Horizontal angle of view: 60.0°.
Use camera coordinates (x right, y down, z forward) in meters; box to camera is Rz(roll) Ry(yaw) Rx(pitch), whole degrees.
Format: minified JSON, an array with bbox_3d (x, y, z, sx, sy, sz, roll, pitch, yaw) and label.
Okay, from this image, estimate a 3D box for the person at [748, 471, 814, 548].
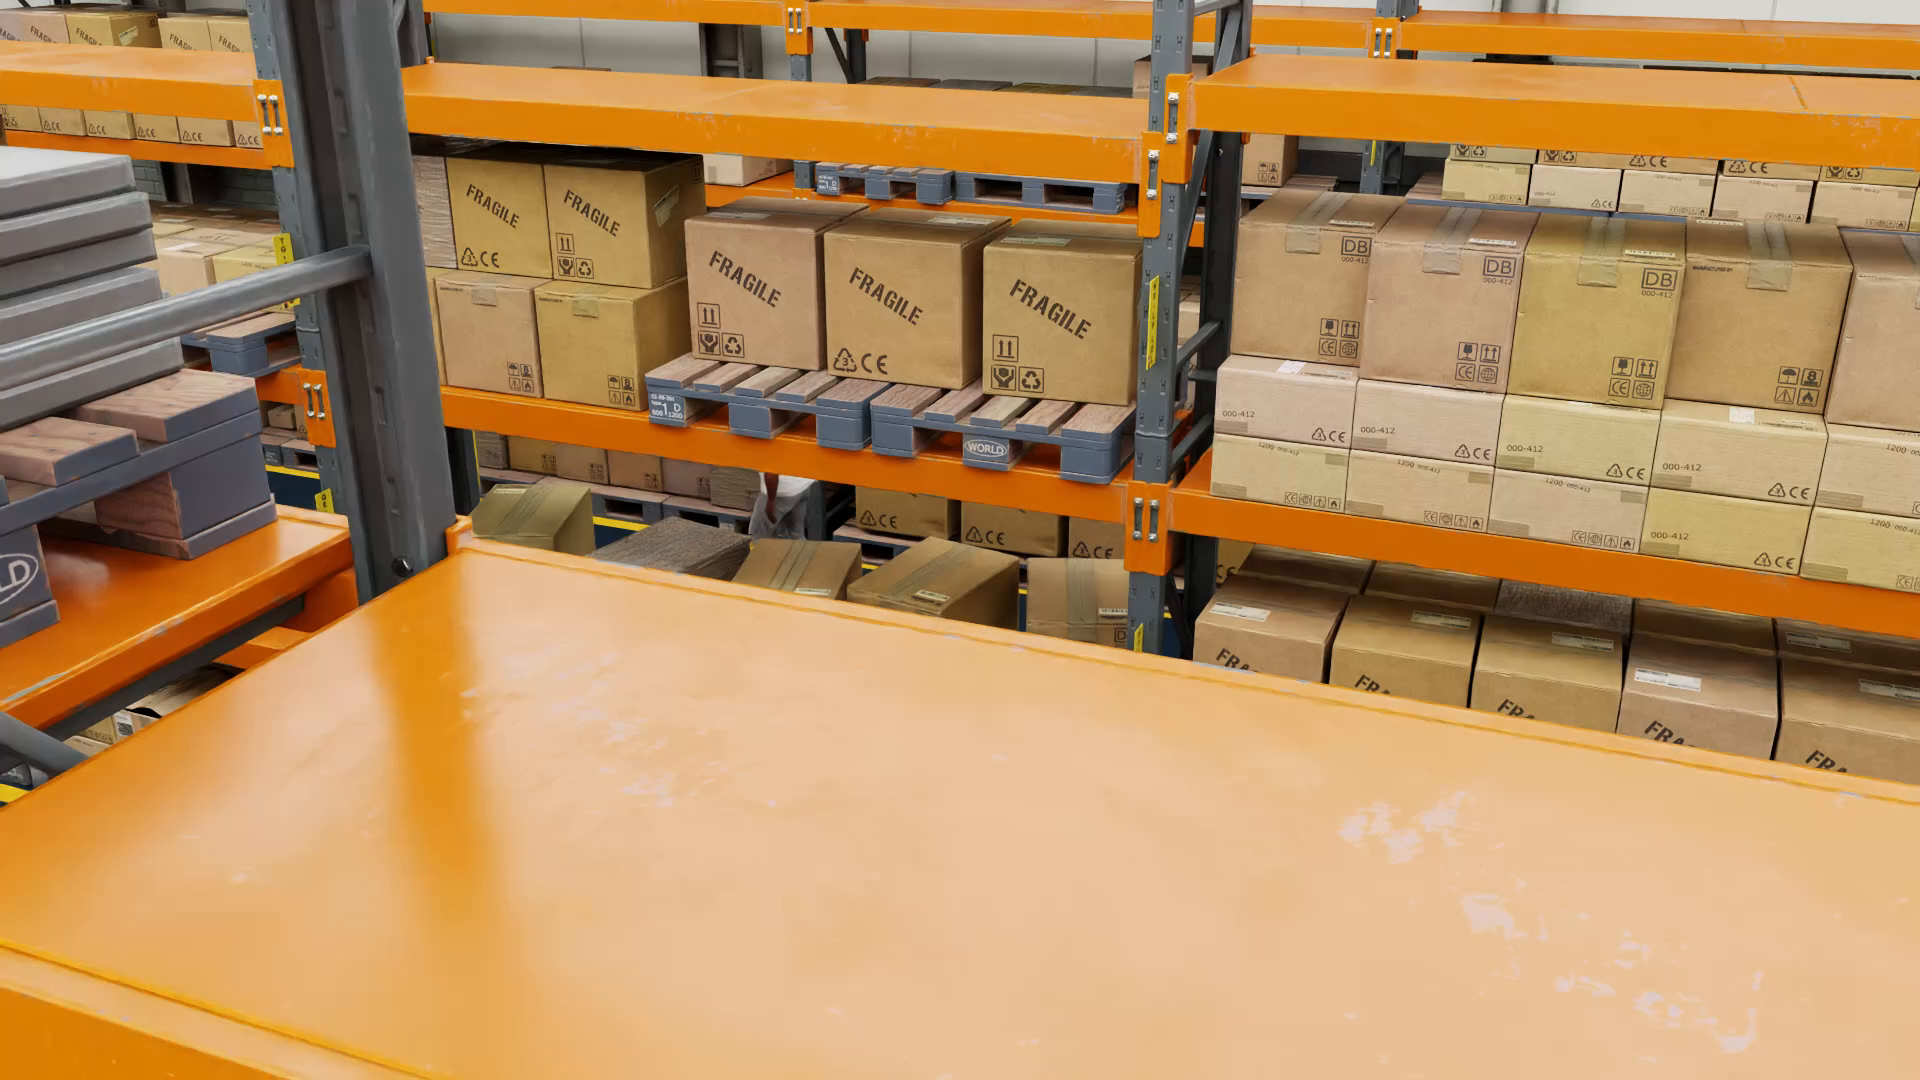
[{"bbox_3d":[-1.247,-0.354,11.737,0.463,1.779,0.585,10,24,24],"label":"person"}]
